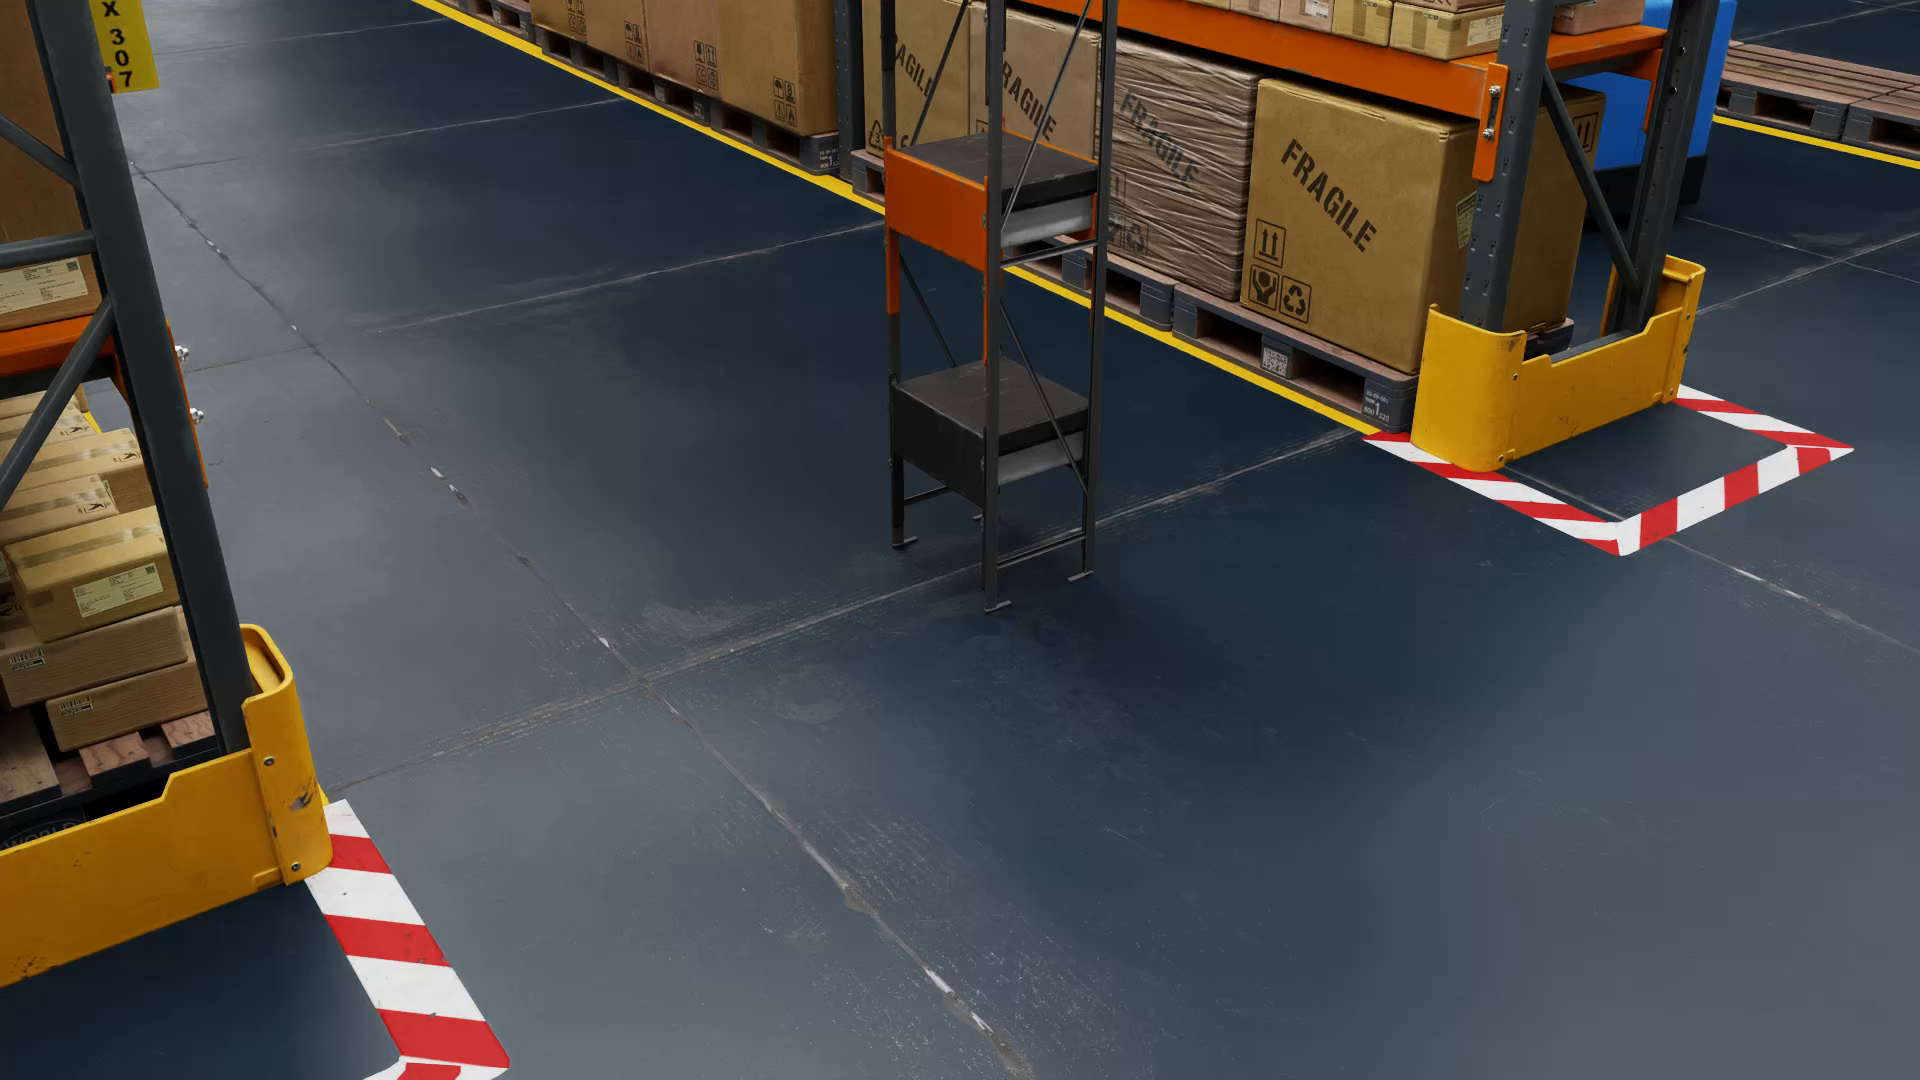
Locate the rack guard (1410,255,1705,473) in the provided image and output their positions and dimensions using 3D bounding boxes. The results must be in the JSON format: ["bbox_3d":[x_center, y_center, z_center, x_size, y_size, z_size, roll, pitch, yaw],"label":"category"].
[{"bbox_3d":[2.144,-0.665,5.951,1.175,0.500,0.348,-19,34,-31],"label":"rack guard"}]

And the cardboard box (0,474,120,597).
[{"bbox_3d":[-2.254,-0.004,4.038,0.380,0.149,0.250,-18,33,-30],"label":"cardboard box"}]

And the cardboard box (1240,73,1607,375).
[{"bbox_3d":[1.693,-1.250,6.195,0.875,0.875,0.875,-19,34,-31],"label":"cardboard box"}]

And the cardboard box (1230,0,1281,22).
[{"bbox_3d":[1.213,-2.006,6.064,0.380,0.149,0.250,-18,33,-30],"label":"cardboard box"}]

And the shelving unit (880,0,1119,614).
[{"bbox_3d":[0.096,-0.858,4.630,0.431,2.100,0.503,-19,34,-31],"label":"shelving unit"}]

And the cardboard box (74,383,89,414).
[{"bbox_3d":[-2.776,-0.436,4.834,0.380,0.149,0.250,-18,33,-30],"label":"cardboard box"}]

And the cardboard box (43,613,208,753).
[{"bbox_3d":[-2.012,0.337,4.034,0.380,0.149,0.250,-18,33,-30],"label":"cardboard box"}]

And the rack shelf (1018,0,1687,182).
[{"bbox_3d":[0.970,-2.234,6.974,1.077,0.370,4.000,-19,34,-31],"label":"rack shelf"}]

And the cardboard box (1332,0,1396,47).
[{"bbox_3d":[1.503,-1.810,5.703,0.380,0.149,0.250,-18,33,-30],"label":"cardboard box"}]

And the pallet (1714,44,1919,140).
[{"bbox_3d":[5.014,-2.724,10.044,1.003,0.211,1.213,-19,34,-31],"label":"pallet"}]

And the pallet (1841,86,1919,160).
[{"bbox_3d":[5.718,-2.250,9.171,1.003,0.211,1.213,-19,34,-31],"label":"pallet"}]

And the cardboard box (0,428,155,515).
[{"bbox_3d":[-2.296,-0.137,4.283,0.380,0.149,0.250,-19,34,-31],"label":"cardboard box"}]

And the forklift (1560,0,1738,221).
[{"bbox_3d":[2.575,-3.444,8.520,1.130,2.935,3.031,-12,31,-21],"label":"forklift"}]

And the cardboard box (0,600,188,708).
[{"bbox_3d":[-2.064,0.224,3.930,0.380,0.149,0.250,-17,33,-29],"label":"cardboard box"}]

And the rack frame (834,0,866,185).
[{"bbox_3d":[-0.190,-3.328,8.234,1.000,3.000,0.127,-19,34,-31],"label":"rack frame"}]

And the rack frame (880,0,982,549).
[{"bbox_3d":[-0.046,-0.953,4.805,0.400,2.100,0.015,-19,34,-31],"label":"rack frame"}]

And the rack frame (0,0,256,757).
[{"bbox_3d":[-1.969,-0.439,2.915,1.000,3.000,0.127,-19,34,-31],"label":"rack frame"}]

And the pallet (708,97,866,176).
[{"bbox_3d":[-0.699,-2.381,9.414,1.003,0.211,1.213,-19,34,-31],"label":"pallet"}]

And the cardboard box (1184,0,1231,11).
[{"bbox_3d":[1.061,-2.106,6.249,0.380,0.149,0.250,-20,34,-32],"label":"cardboard box"}]

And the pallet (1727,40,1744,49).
[{"bbox_3d":[4.302,-3.198,10.918,1.003,0.211,1.213,-19,34,-31],"label":"pallet"}]

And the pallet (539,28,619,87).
[{"bbox_3d":[-2.115,-3.330,11.160,1.003,0.211,1.213,-19,34,-31],"label":"pallet"}]

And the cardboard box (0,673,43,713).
[{"bbox_3d":[-2.231,0.258,4.179,0.380,0.149,0.250,-19,34,-31],"label":"cardboard box"}]

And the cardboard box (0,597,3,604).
[{"bbox_3d":[-2.391,0.031,4.285,0.380,0.149,0.250,-18,33,-30],"label":"cardboard box"}]

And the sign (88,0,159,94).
[{"bbox_3d":[-1.527,-0.970,2.985,0.100,0.325,0.005,-19,34,-31],"label":"sign"}]

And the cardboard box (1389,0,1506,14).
[{"bbox_3d":[1.632,-1.952,5.548,0.500,0.250,0.500,-19,34,-31],"label":"cardboard box"}]

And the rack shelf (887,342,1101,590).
[{"bbox_3d":[0.096,-0.231,4.971,0.431,0.518,0.480,-19,34,-31],"label":"rack shelf"}]

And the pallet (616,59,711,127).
[{"bbox_3d":[-1.411,-2.856,10.288,1.003,0.211,1.213,-19,34,-31],"label":"pallet"}]

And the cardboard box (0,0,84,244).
[{"bbox_3d":[-2.005,-0.865,3.283,0.500,0.500,0.500,-17,33,-28],"label":"cardboard box"}]

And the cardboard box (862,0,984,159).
[{"bbox_3d":[0.127,-2.300,8.128,0.875,0.875,0.875,-19,34,-31],"label":"cardboard box"}]

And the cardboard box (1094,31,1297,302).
[{"bbox_3d":[1.165,-1.604,6.847,0.875,0.875,0.875,-19,34,-31],"label":"cardboard box"}]

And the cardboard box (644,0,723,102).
[{"bbox_3d":[-1.097,-3.169,9.728,1.225,0.875,0.875,-20,34,-32],"label":"cardboard box"}]

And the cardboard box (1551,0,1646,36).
[{"bbox_3d":[2.193,-1.892,5.853,0.380,0.149,0.250,-18,33,-30],"label":"cardboard box"}]

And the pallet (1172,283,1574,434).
[{"bbox_3d":[1.602,-0.836,6.569,1.003,0.211,1.213,-19,34,-31],"label":"pallet"}]

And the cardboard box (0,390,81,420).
[{"bbox_3d":[-2.660,-0.321,4.622,0.380,0.149,0.250,-17,33,-29],"label":"cardboard box"}]

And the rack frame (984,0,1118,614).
[{"bbox_3d":[0.238,-0.763,4.456,0.400,2.100,0.015,-19,34,-31],"label":"rack frame"}]

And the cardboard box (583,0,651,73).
[{"bbox_3d":[-1.617,-3.511,10.358,1.225,0.875,0.875,-19,34,-30],"label":"cardboard box"}]

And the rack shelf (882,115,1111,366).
[{"bbox_3d":[0.096,-0.846,4.637,0.431,0.518,0.480,-19,34,-31],"label":"rack shelf"}]

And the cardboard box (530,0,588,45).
[{"bbox_3d":[-2.127,-3.860,11.000,1.225,0.875,0.875,-21,35,-33],"label":"cardboard box"}]

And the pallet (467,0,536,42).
[{"bbox_3d":[-2.963,-3.962,12.323,1.003,0.211,1.213,-19,34,-31],"label":"pallet"}]

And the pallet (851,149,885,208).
[{"bbox_3d":[0.187,-1.785,8.316,1.003,0.211,1.213,-19,34,-31],"label":"pallet"}]

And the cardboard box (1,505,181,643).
[{"bbox_3d":[-1.996,0.070,3.902,0.380,0.149,0.250,-21,35,-33],"label":"cardboard box"}]

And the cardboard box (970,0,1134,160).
[{"bbox_3d":[0.649,-1.950,7.484,0.875,0.875,0.875,-19,34,-31],"label":"cardboard box"}]

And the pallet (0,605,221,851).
[{"bbox_3d":[-2.456,0.431,4.235,1.003,0.211,1.213,-19,34,-31],"label":"pallet"}]

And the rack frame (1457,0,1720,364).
[{"bbox_3d":[2.130,-1.773,5.371,1.000,3.000,0.127,-19,34,-31],"label":"rack frame"}]

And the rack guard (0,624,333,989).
[{"bbox_3d":[-2.013,0.630,3.566,1.175,0.500,0.348,-19,34,-31],"label":"rack guard"}]

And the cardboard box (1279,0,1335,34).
[{"bbox_3d":[1.357,-1.909,5.885,0.380,0.149,0.250,-19,34,-31],"label":"cardboard box"}]

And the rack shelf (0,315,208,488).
[{"bbox_3d":[-3.129,-0.900,4.519,1.077,0.370,4.000,-19,34,-31],"label":"rack shelf"}]

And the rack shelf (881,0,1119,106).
[{"bbox_3d":[0.096,-1.461,4.303,0.431,0.518,0.480,-19,34,-31],"label":"rack shelf"}]

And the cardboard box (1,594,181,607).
[{"bbox_3d":[-2.177,0.102,4.155,0.380,0.149,0.250,-19,34,-31],"label":"cardboard box"}]

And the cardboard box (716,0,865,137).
[{"bbox_3d":[-0.578,-2.822,9.089,1.225,0.875,0.875,-19,34,-30],"label":"cardboard box"}]

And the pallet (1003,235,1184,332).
[{"bbox_3d":[0.899,-1.310,7.442,1.003,0.211,1.213,-19,34,-31],"label":"pallet"}]

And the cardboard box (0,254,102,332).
[{"bbox_3d":[-1.890,-0.545,3.374,0.380,0.149,0.250,-19,34,-31],"label":"cardboard box"}]

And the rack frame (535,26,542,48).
[{"bbox_3d":[-2.511,-4.883,11.098,1.000,3.000,0.127,-19,34,-31],"label":"rack frame"}]

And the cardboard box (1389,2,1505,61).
[{"bbox_3d":[1.655,-1.710,5.518,0.380,0.149,0.250,-18,33,-30],"label":"cardboard box"}]

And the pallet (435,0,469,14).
[{"bbox_3d":[-3.666,-4.436,13.196,1.003,0.211,1.213,-19,34,-31],"label":"pallet"}]

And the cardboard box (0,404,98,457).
[{"bbox_3d":[-2.507,-0.211,4.419,0.380,0.149,0.250,-21,35,-33],"label":"cardboard box"}]
